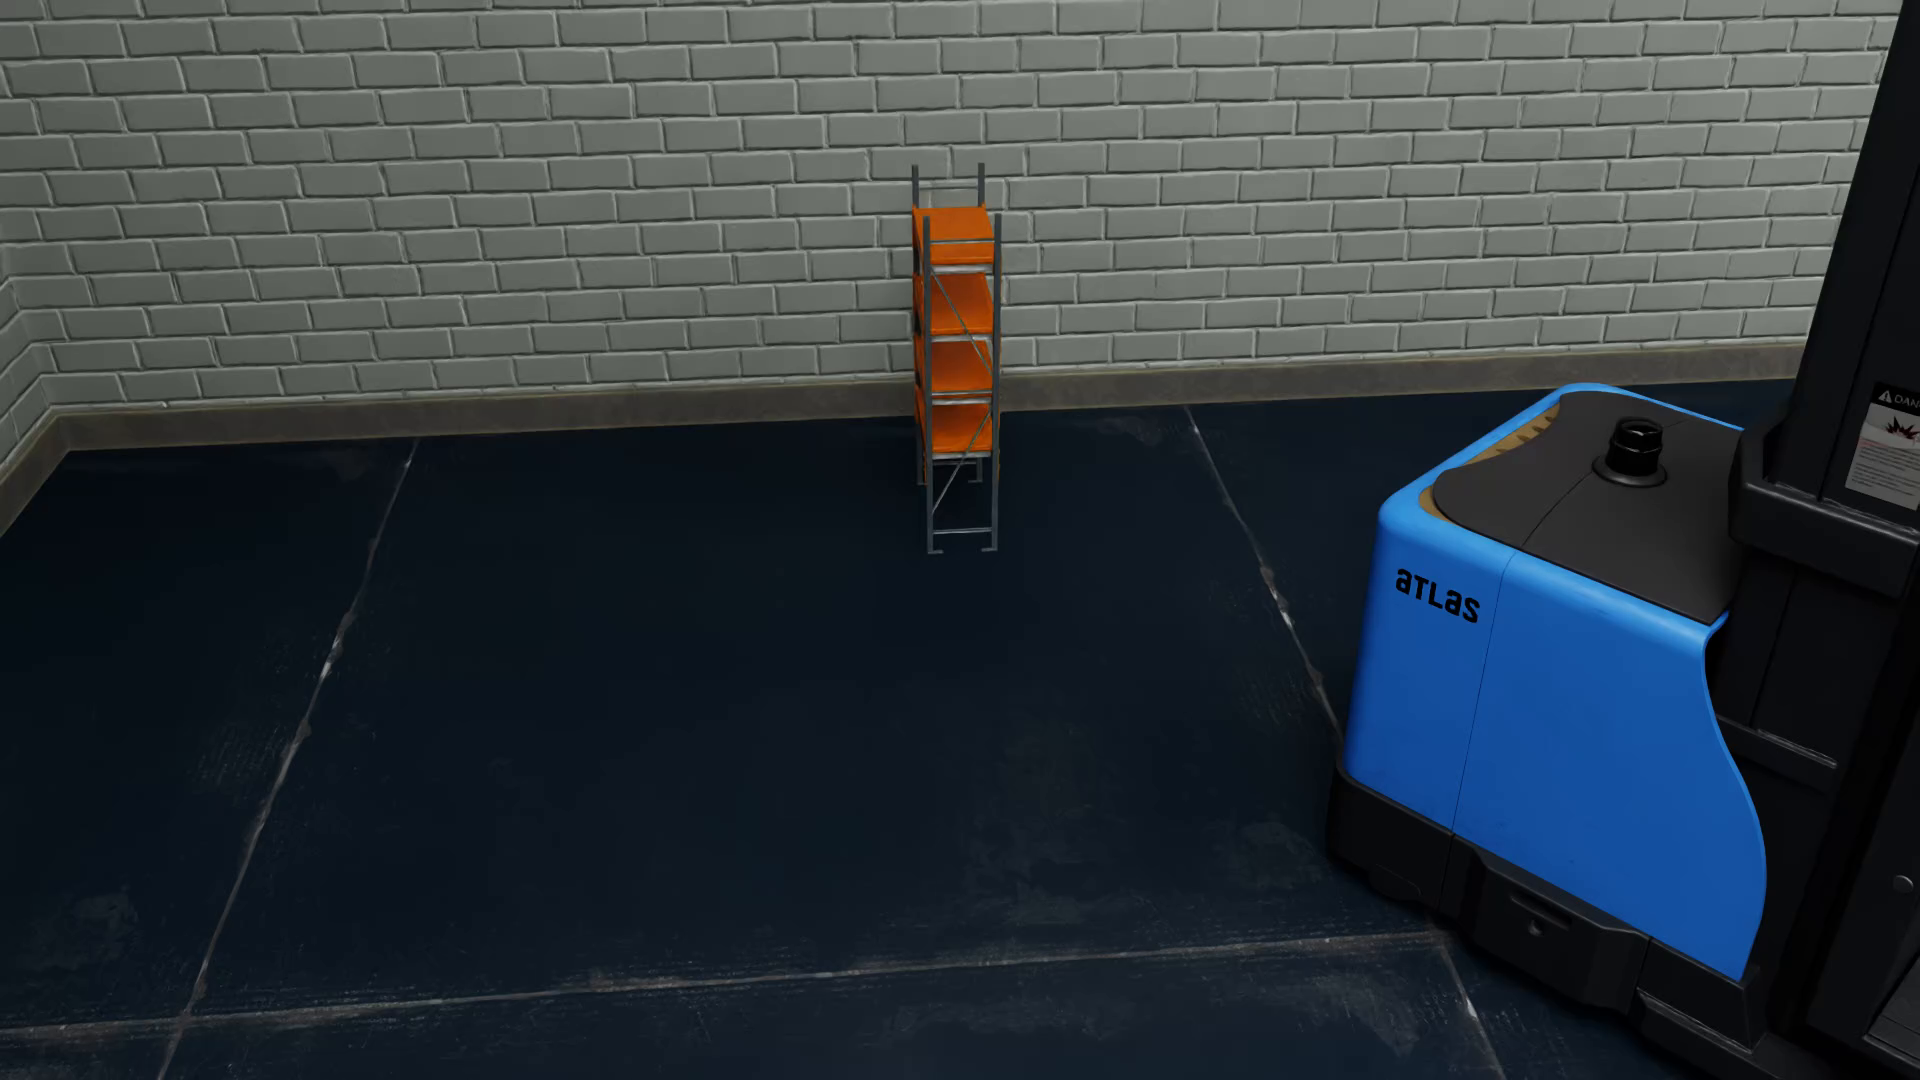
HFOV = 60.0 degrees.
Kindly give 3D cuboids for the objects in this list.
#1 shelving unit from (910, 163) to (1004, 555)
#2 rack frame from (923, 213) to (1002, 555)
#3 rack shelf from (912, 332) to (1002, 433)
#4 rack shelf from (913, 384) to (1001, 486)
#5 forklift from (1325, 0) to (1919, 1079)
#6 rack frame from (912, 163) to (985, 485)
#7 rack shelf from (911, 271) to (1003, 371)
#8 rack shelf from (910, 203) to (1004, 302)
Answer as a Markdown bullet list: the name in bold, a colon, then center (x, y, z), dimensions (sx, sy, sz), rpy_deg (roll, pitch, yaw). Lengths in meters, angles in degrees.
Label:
- **shelving unit**: center (-0.015, -0.600, 5.584), dimensions (0.258, 1.200, 0.503), rpy_deg (-3, 31, -5)
- **rack frame**: center (0.007, -0.475, 5.375), dimensions (0.240, 1.200, 0.015), rpy_deg (-3, 31, -5)
- **rack shelf**: center (-0.015, -0.542, 5.618), dimensions (0.258, 0.148, 0.480), rpy_deg (-3, 31, -5)
- **rack shelf**: center (-0.015, -0.371, 5.720), dimensions (0.258, 0.148, 0.480), rpy_deg (-3, 31, -5)
- **forklift**: center (2.349, -0.067, 3.004), dimensions (3.031, 2.935, 1.130), rpy_deg (27, 40, 37)
- **rack frame**: center (-0.038, -0.724, 5.792), dimensions (0.240, 1.200, 0.015), rpy_deg (-3, 31, -5)
- **rack shelf**: center (-0.015, -0.734, 5.504), dimensions (0.258, 0.148, 0.480), rpy_deg (-3, 31, -5)
- **rack shelf**: center (-0.015, -0.937, 5.382), dimensions (0.258, 0.148, 0.480), rpy_deg (-3, 31, -5)
